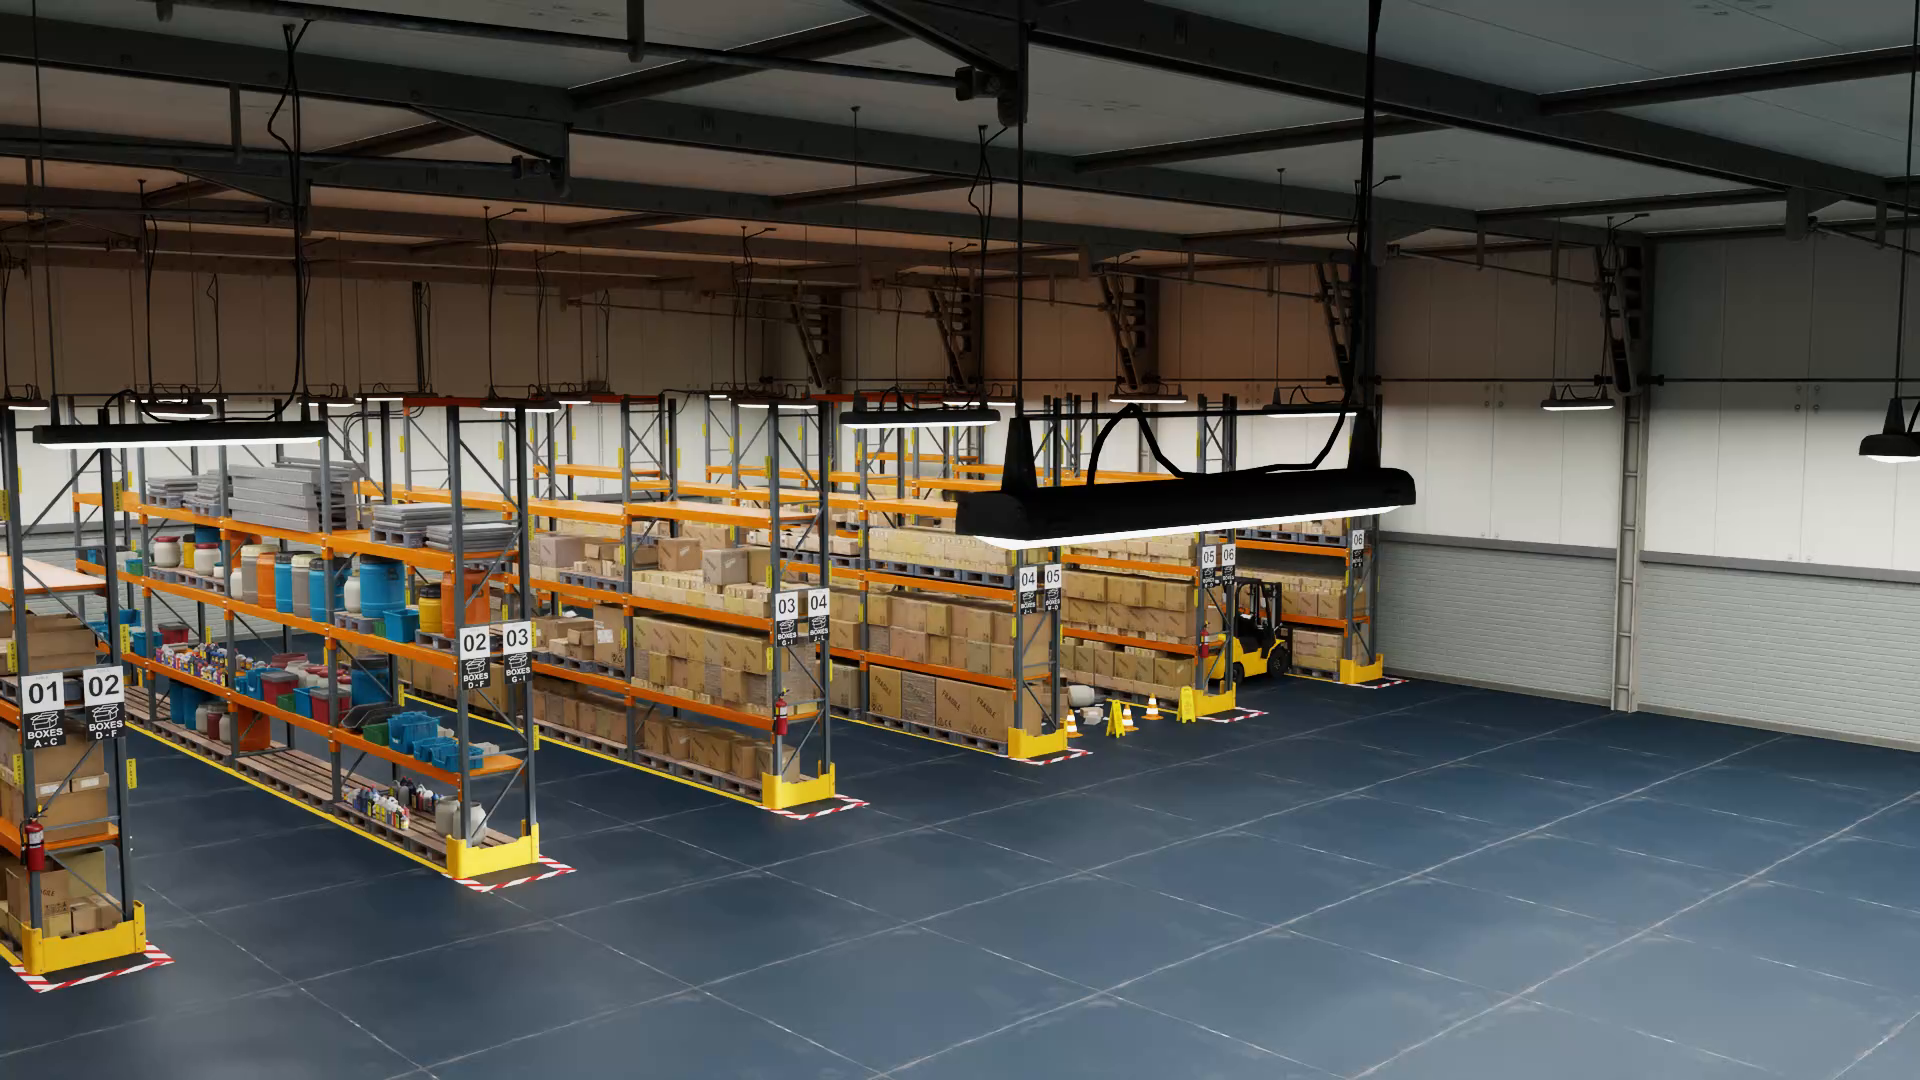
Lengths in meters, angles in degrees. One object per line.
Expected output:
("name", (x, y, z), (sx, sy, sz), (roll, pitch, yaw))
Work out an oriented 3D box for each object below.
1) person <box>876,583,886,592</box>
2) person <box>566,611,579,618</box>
("person", (-1.693, 1.730, 36.203), (0.471, 1.599, 0.339), (2, 6, 17))
("person", (-7.754, 2.309, 33.029), (0.609, 1.806, 0.876), (-5, 7, -41))
